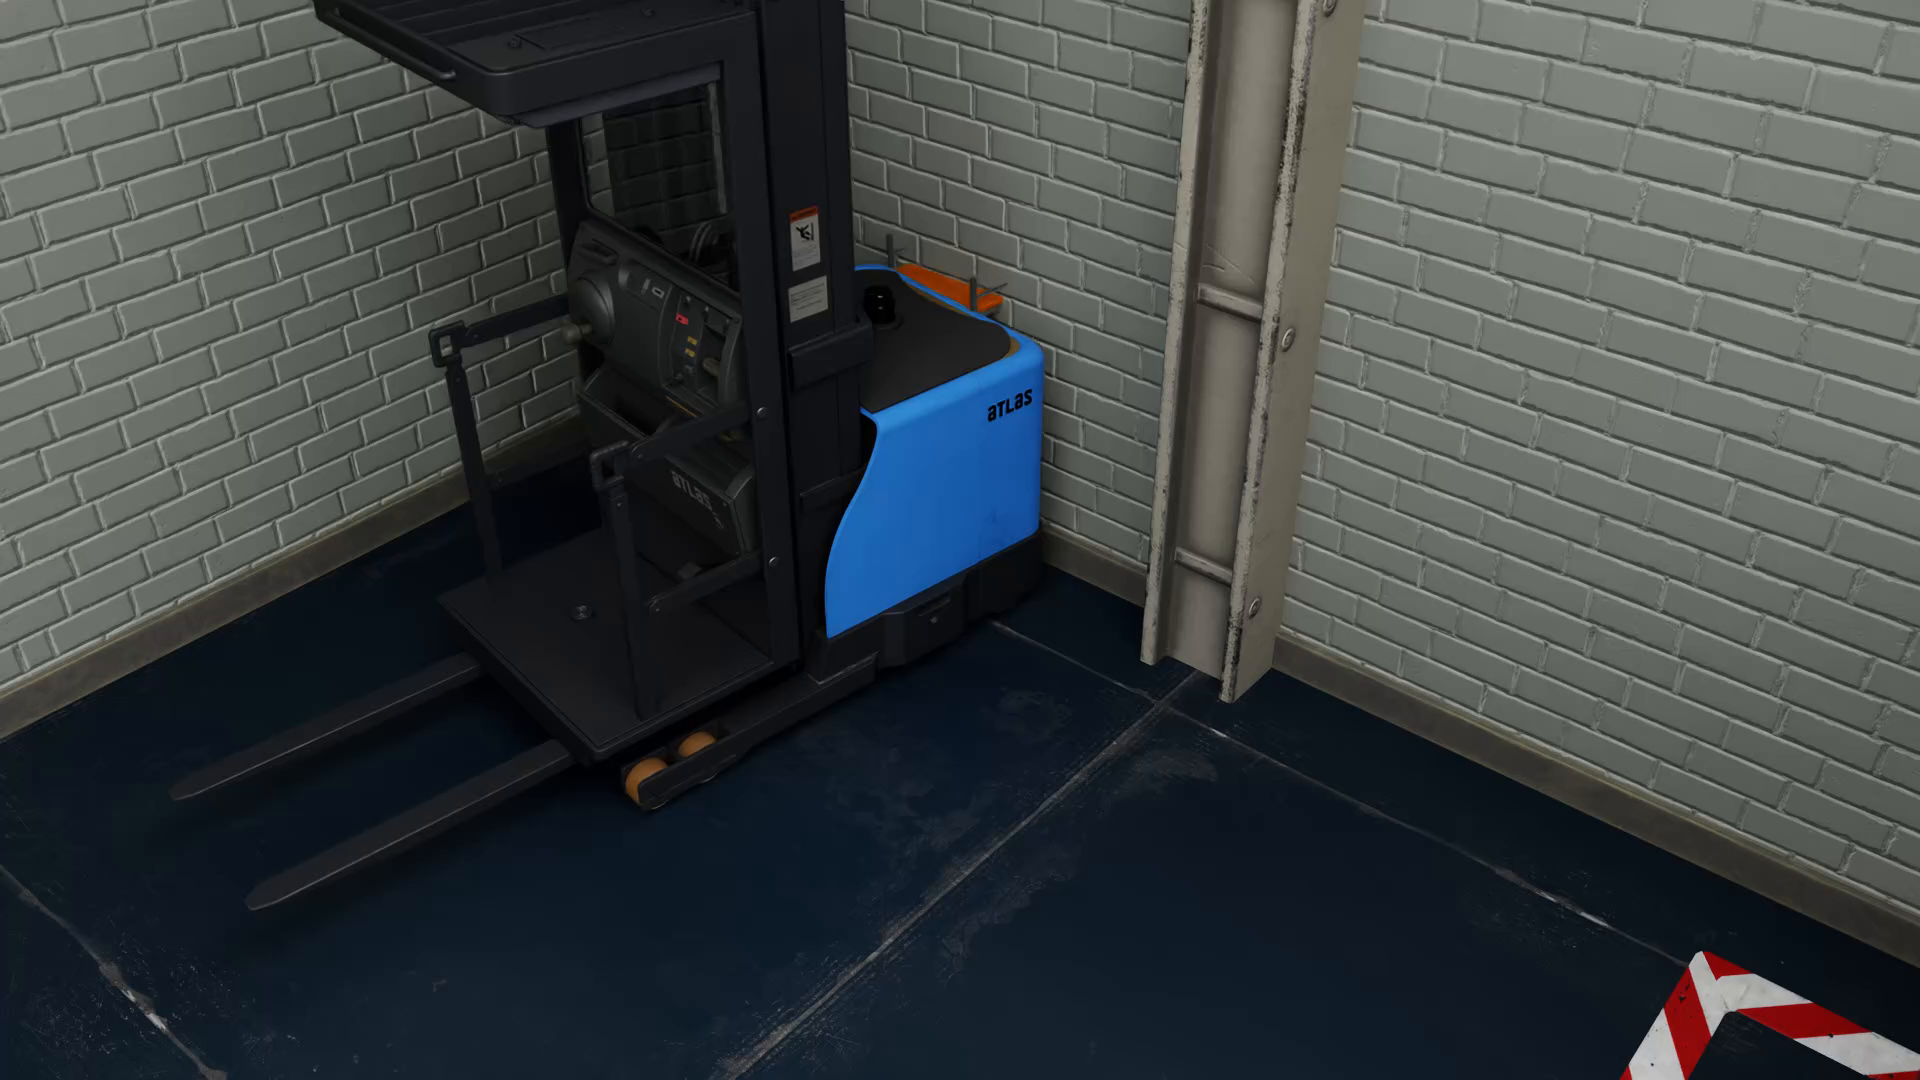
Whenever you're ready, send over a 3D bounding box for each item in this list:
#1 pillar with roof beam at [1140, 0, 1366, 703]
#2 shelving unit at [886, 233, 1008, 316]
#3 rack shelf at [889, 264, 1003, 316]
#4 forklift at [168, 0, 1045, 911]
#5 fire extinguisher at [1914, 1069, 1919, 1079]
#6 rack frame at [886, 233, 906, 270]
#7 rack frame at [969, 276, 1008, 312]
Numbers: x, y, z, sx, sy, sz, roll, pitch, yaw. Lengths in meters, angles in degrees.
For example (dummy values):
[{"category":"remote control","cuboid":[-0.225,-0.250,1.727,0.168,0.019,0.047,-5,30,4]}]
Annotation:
[{"category":"pillar with roof beam","cuboid":[-1.846,-1.393,0.829,0.400,9.000,9.100,25,42,32]},{"category":"shelving unit","cuboid":[-0.006,-0.613,6.558,0.258,1.200,0.503,-28,43,-30]},{"category":"rack shelf","cuboid":[-0.020,-0.929,6.324,0.258,0.148,0.480,-28,43,-30]},{"category":"forklift","cuboid":[-1.127,-0.661,5.124,3.031,2.935,1.130,-26,42,-33]},{"category":"fire extinguisher","cuboid":[1.995,0.909,3.174,0.183,0.674,0.296,25,42,32]},{"category":"rack frame","cuboid":[-0.163,-0.720,6.711,0.240,1.200,0.015,-28,43,-30]},{"category":"rack frame","cuboid":[0.152,-0.507,6.405,0.240,1.200,0.015,-28,43,-30]}]
